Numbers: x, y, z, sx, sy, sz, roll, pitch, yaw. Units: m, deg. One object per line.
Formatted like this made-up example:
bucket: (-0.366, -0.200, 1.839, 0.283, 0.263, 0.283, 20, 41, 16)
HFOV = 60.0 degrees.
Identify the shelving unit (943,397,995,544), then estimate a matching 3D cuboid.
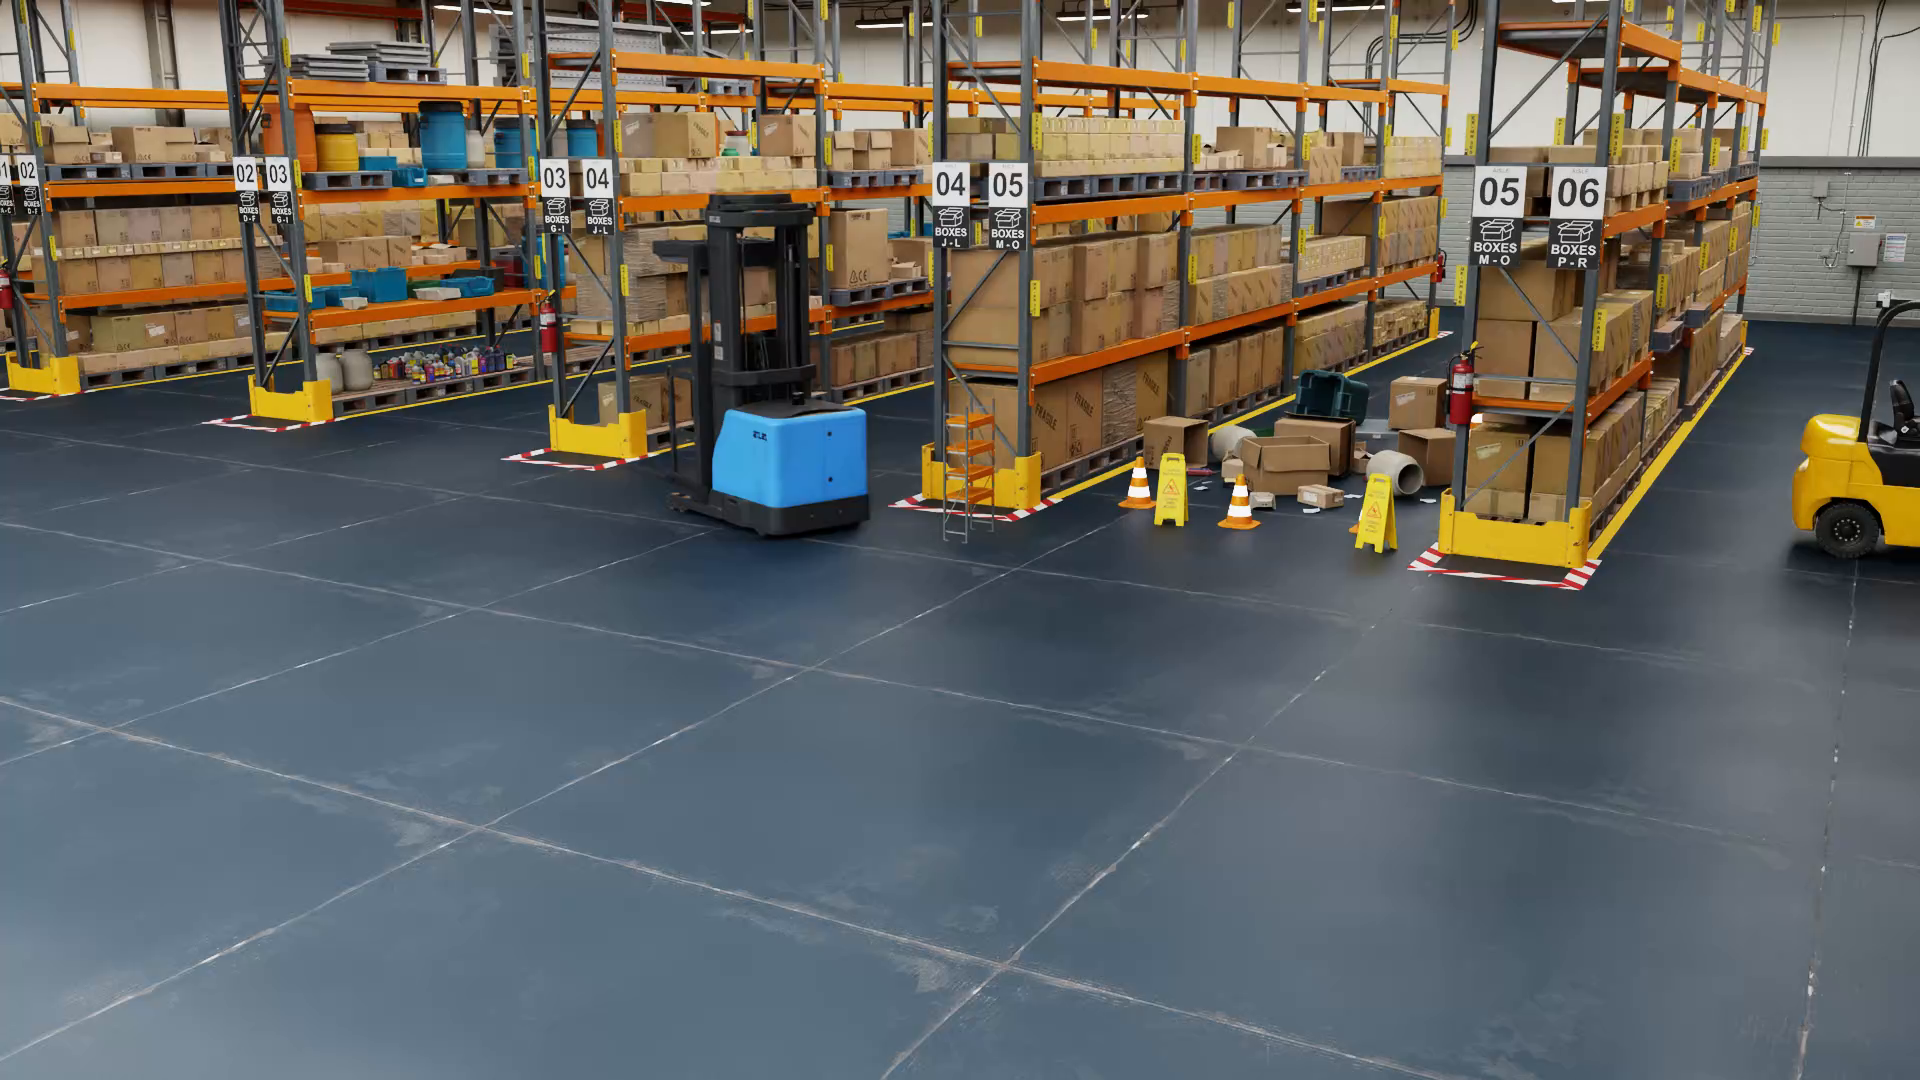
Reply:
shelving unit: (0.080, -0.617, 14.534, 0.258, 1.200, 0.503, 7, 15, 28)

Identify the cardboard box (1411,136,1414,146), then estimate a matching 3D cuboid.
cardboard box: (7.159, -6.483, 27.025, 0.380, 0.149, 0.250, 7, 15, 26)

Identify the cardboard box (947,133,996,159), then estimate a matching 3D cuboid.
cardboard box: (0.205, -3.762, 15.912, 0.500, 0.250, 0.500, 8, 16, 29)

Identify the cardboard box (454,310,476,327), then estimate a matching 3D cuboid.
cardboard box: (-8.924, -3.926, 29.388, 0.500, 0.250, 0.500, 8, 16, 29)

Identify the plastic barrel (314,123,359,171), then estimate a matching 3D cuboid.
plastic barrel: (-7.976, -4.993, 21.146, 0.600, 0.588, 0.600, 0, 14, 0)

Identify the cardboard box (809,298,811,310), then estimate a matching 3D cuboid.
cardboard box: (-2.123, -3.000, 21.115, 0.380, 0.149, 0.250, 7, 15, 28)

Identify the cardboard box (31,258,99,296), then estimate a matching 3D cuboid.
cardboard box: (-12.514, -3.696, 23.249, 0.700, 0.500, 0.500, 7, 15, 28)

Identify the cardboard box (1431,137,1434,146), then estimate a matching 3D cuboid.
cardboard box: (7.858, -6.808, 28.376, 0.380, 0.149, 0.250, 8, 16, 29)

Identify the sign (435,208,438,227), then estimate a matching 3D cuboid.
sign: (-9.363, -5.778, 29.798, 0.100, 0.325, 0.005, 7, 15, 28)

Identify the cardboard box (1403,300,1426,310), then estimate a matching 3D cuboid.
cardboard box: (7.913, -4.100, 29.056, 0.380, 0.149, 0.250, 8, 15, 29)

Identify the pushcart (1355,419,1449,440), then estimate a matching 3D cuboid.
pushcart: (4.508, -1.101, 18.294, 1.648, 0.377, 0.936, 2, 14, 9)

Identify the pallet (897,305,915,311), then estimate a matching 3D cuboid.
pallet: (-1.114, -4.753, 33.798, 1.003, 0.211, 1.213, 7, 15, 28)

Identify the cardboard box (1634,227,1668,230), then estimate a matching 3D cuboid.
cardboard box: (8.724, -3.725, 21.236, 0.500, 0.500, 0.500, 8, 16, 29)

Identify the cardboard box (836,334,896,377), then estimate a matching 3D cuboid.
cardboard box: (-1.314, -2.583, 23.242, 0.700, 0.500, 0.500, 6, 15, 23)

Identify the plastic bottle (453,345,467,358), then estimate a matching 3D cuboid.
plastic bottle: (-7.110, -2.603, 23.642, 0.144, 0.351, 0.185, 7, 15, 28)

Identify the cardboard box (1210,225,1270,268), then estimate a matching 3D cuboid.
cardboard box: (3.611, -3.828, 21.665, 0.700, 0.500, 0.500, 7, 15, 27)

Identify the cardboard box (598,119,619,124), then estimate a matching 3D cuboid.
cardboard box: (-6.748, -8.112, 33.033, 0.700, 0.500, 0.500, 7, 15, 28)

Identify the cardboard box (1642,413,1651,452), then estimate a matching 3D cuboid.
cardboard box: (6.780, -1.162, 17.664, 0.950, 0.372, 0.625, 8, 16, 29)

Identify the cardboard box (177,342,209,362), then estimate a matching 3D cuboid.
cardboard box: (-11.570, -2.812, 24.770, 0.500, 0.250, 0.500, 7, 15, 28)

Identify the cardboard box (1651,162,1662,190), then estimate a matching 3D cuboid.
cardboard box: (6.307, -3.432, 15.656, 0.500, 0.250, 0.500, 7, 15, 27)

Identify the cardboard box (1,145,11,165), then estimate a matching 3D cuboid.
cardboard box: (-15.673, -6.098, 26.773, 0.500, 0.500, 0.500, 7, 15, 26)

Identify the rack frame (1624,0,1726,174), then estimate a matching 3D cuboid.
rack frame: (8.462, -5.864, 19.659, 1.000, 3.000, 0.127, 7, 15, 28)

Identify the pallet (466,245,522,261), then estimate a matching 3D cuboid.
pallet: (-8.617, -5.248, 30.310, 1.213, 0.211, 1.003, 7, 15, 28)

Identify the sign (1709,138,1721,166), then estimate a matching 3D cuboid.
sign: (8.936, -4.596, 19.693, 0.100, 0.325, 0.005, 7, 15, 28)

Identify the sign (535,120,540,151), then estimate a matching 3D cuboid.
sign: (-4.557, -4.385, 18.033, 0.100, 0.325, 0.005, 7, 15, 28)

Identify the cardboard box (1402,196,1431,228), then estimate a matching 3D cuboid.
cardboard box: (7.699, -5.583, 28.309, 0.500, 0.500, 0.500, 7, 15, 26)

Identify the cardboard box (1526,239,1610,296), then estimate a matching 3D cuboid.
cardboard box: (5.860, -2.639, 16.097, 0.700, 0.500, 0.500, 7, 15, 28)

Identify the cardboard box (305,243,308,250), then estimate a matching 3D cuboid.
cardboard box: (-12.859, -5.683, 32.201, 0.380, 0.149, 0.250, 7, 15, 27)

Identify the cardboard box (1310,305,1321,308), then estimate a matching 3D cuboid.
cardboard box: (5.170, -3.431, 25.203, 0.500, 0.250, 0.500, 8, 16, 30)

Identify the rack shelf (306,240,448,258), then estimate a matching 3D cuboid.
rack shelf: (-12.254, -5.815, 33.789, 1.077, 0.370, 4.000, 7, 15, 28)

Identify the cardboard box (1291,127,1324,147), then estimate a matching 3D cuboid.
cardboard box: (4.766, -5.525, 22.802, 0.396, 0.266, 0.258, 7, 15, 28)

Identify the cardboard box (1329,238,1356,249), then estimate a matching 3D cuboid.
cardboard box: (5.735, -4.468, 25.035, 0.380, 0.149, 0.250, 7, 15, 26)

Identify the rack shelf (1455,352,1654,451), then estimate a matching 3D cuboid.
rack shelf: (5.562, -1.367, 15.340, 1.077, 0.370, 4.000, 7, 15, 28)

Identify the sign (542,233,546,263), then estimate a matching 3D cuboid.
sign: (-4.557, -3.213, 18.316, 0.100, 0.325, 0.005, 7, 15, 28)

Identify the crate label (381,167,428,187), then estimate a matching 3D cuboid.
crate label: (-7.222, -4.723, 21.642, 0.502, 0.251, 0.408, 7, 15, 28)

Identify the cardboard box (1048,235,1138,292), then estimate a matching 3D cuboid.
cardboard box: (1.392, -2.972, 17.838, 0.875, 0.550, 0.550, 7, 15, 28)

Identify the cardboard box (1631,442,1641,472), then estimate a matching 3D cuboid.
cardboard box: (6.478, -0.843, 16.601, 0.500, 0.250, 0.500, 8, 16, 31)

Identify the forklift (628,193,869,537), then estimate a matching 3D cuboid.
forklift: (-2.135, -1.740, 15.497, 1.130, 2.935, 3.031, -11, 17, -38)

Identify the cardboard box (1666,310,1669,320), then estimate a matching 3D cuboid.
cardboard box: (7.432, -2.452, 17.944, 0.380, 0.149, 0.250, 8, 16, 29)

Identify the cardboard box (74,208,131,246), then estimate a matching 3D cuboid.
cardboard box: (-12.239, -4.446, 23.592, 0.700, 0.500, 0.500, 7, 15, 27)

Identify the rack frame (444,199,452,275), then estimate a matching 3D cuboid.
rack frame: (-11.288, -6.575, 35.407, 1.000, 3.000, 0.127, 7, 15, 28)

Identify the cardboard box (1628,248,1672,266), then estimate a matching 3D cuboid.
cardboard box: (7.065, -2.897, 17.020, 0.380, 0.149, 0.250, 7, 15, 28)

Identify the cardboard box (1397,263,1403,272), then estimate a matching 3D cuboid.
cardboard box: (7.031, -4.483, 27.266, 0.380, 0.149, 0.250, 8, 16, 30)

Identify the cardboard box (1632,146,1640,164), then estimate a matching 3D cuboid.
cardboard box: (5.648, -3.327, 14.369, 0.380, 0.149, 0.250, 8, 16, 30)

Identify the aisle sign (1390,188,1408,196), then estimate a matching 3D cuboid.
aisle sign: (7.720, -6.442, 29.308, 0.394, 0.787, 0.004, 7, 15, 28)

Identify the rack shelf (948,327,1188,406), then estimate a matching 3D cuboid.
rack shelf: (1.179, -1.907, 17.580, 1.077, 0.370, 4.000, 7, 15, 28)

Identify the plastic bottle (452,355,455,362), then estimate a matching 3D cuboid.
plastic bottle: (-6.966, -2.413, 23.001, 0.061, 0.283, 0.133, 7, 15, 28)

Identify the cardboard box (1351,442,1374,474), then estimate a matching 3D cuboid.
cardboard box: (4.256, -0.874, 17.593, 0.258, 0.266, 0.396, -3, 14, -11)

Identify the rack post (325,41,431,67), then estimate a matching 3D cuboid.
rack post: (-7.507, -6.271, 21.508, 0.937, 0.300, 0.954, 7, 15, 27)

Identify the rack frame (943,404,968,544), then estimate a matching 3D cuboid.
rack frame: (-0.038, -0.567, 14.326, 0.240, 1.200, 0.015, 7, 15, 28)

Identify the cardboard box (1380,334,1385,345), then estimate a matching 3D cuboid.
cardboard box: (6.600, -3.220, 26.676, 0.380, 0.149, 0.250, 8, 16, 30)

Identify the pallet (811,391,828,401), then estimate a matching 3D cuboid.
pallet: (-2.440, -1.753, 21.354, 1.003, 0.211, 1.213, 7, 15, 28)

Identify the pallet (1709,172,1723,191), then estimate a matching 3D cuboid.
pallet: (8.727, -4.453, 20.605, 1.213, 0.211, 1.003, 8, 16, 31)

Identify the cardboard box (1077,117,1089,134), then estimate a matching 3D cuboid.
cardboard box: (1.021, -4.011, 16.097, 0.380, 0.149, 0.250, 8, 15, 29)

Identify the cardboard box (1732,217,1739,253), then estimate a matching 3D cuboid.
cardboard box: (11.088, -4.477, 24.355, 0.500, 0.500, 0.500, 7, 15, 27)

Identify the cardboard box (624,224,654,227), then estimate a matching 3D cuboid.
cardboard box: (-3.794, -3.353, 19.060, 0.500, 0.500, 0.500, 7, 15, 28)

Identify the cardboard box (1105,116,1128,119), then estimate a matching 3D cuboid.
cardboard box: (2.669, -7.423, 29.601, 0.500, 0.250, 0.500, 7, 15, 26)

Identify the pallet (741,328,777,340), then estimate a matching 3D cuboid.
pallet: (-3.613, -3.692, 29.398, 1.003, 0.211, 1.213, 7, 15, 28)
